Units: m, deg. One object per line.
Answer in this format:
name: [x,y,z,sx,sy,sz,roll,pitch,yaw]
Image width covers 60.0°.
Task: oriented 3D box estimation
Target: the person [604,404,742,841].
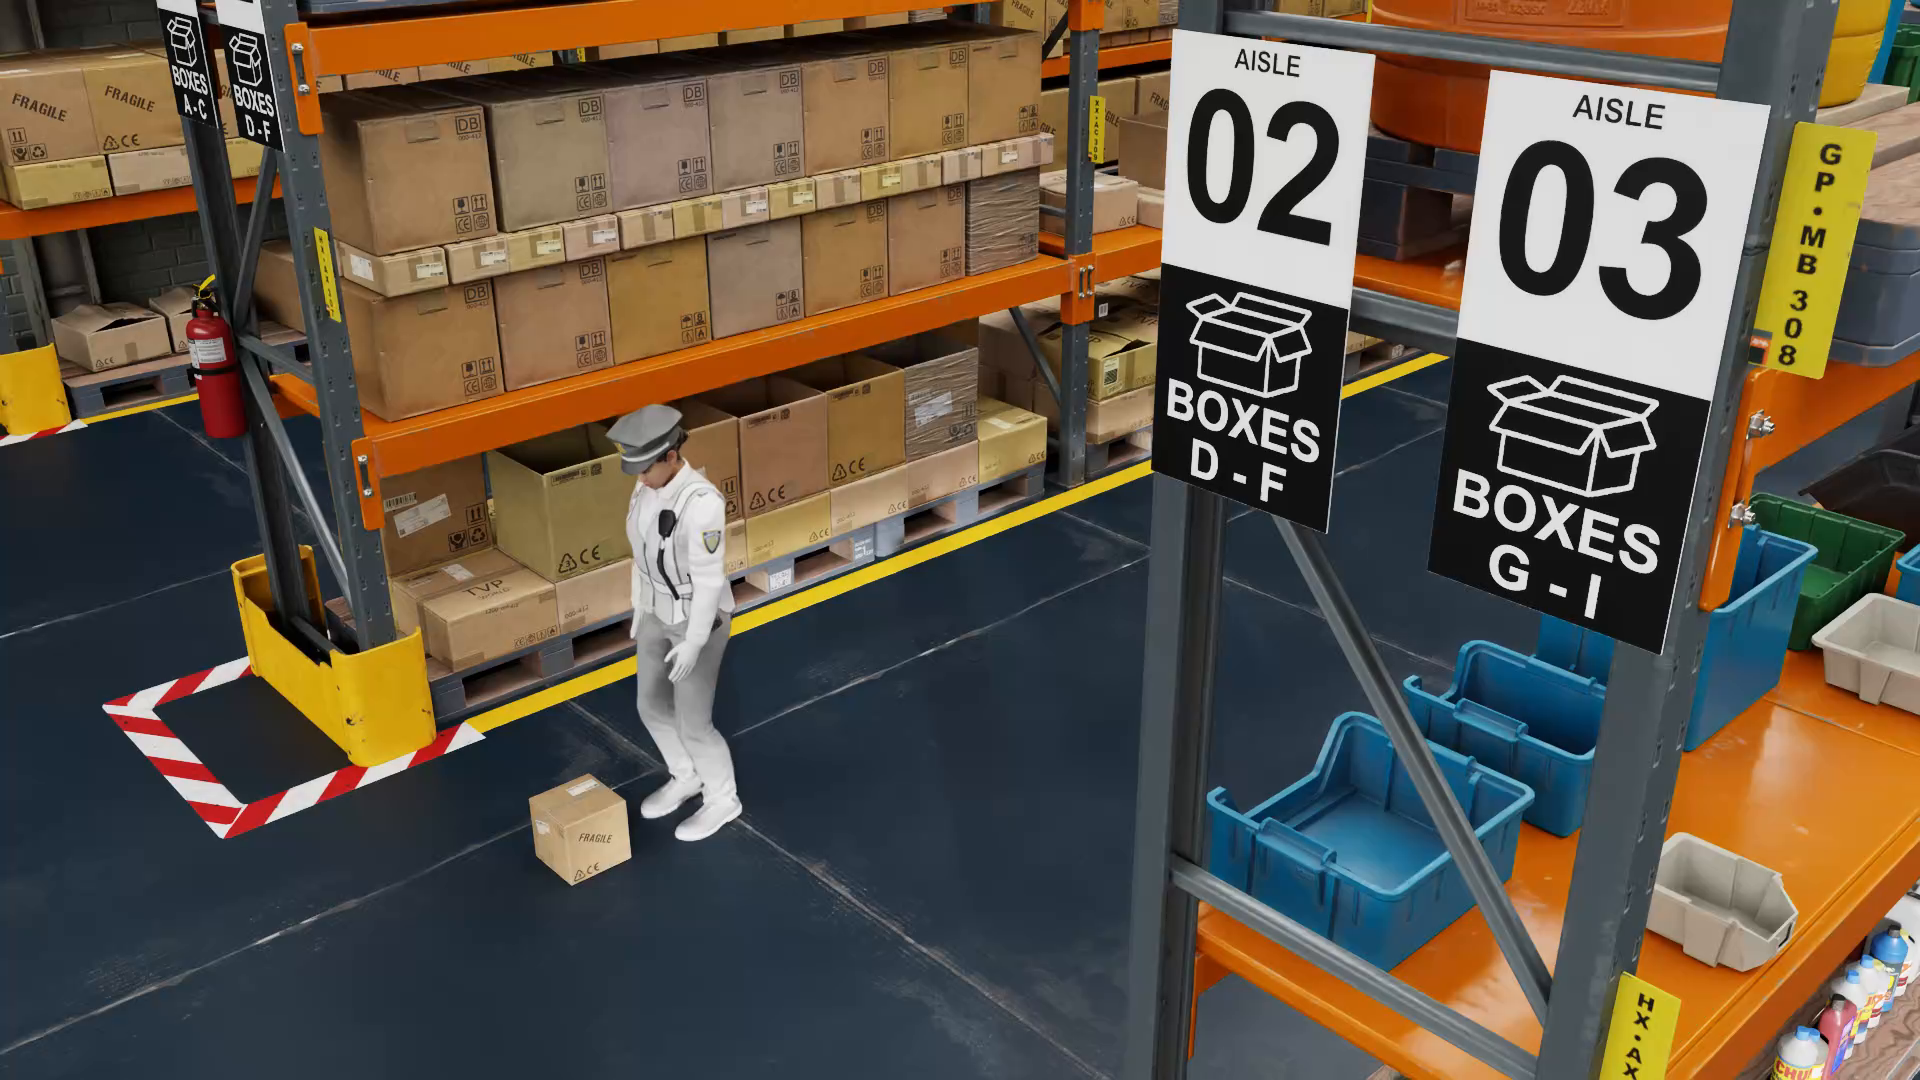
person: [-1.007,0.306,5.966,0.396,1.648,0.488,-20,31,-37]
